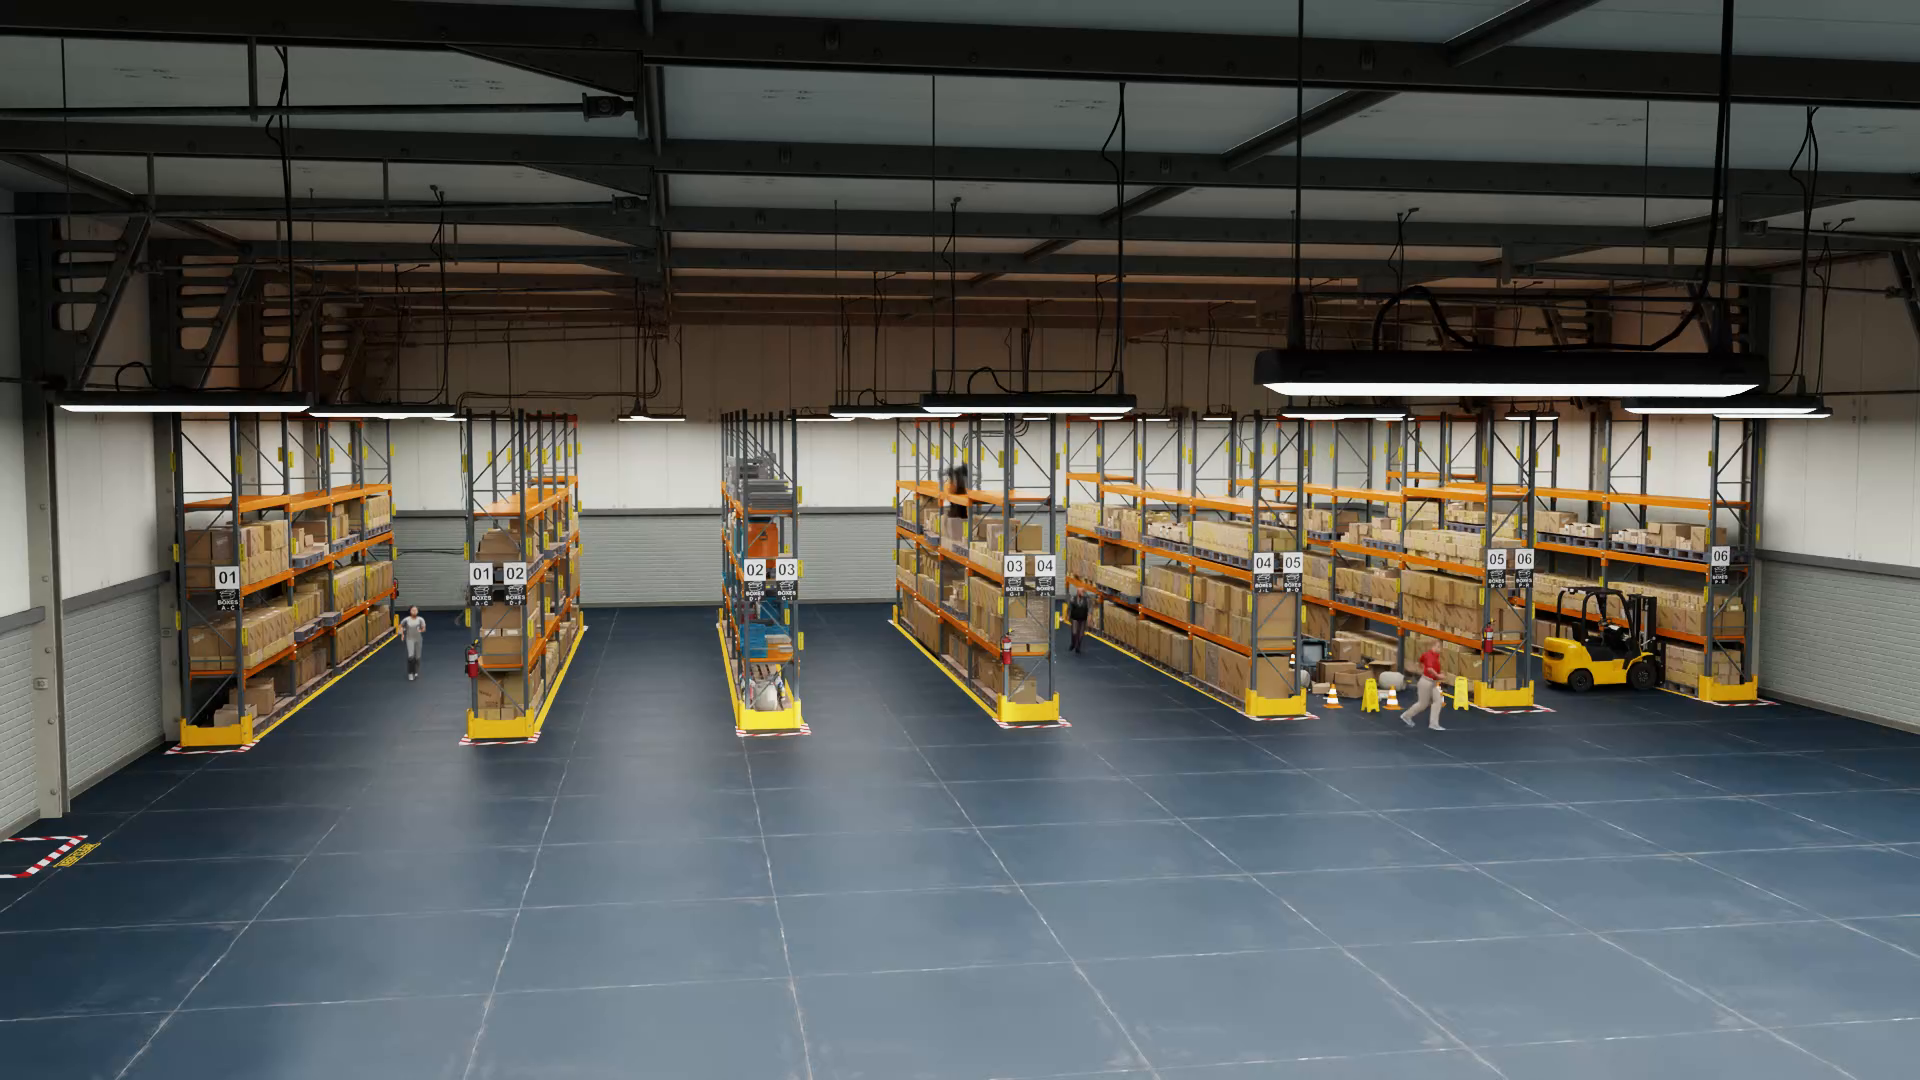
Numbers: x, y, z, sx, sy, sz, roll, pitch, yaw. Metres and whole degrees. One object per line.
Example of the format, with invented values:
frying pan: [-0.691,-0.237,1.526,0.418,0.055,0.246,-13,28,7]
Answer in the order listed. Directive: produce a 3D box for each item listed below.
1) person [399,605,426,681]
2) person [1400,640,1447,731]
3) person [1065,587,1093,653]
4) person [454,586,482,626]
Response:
person: [-12.212,2.297,37.157,0.550,1.688,0.700,-2,4,-25]
person: [8.657,2.708,31.043,0.847,1.706,0.630,2,4,24]
person: [2.986,1.994,41.369,0.648,1.675,0.773,0,4,-3]
person: [-13.698,1.696,46.804,1.113,1.449,0.568,1,4,12]
